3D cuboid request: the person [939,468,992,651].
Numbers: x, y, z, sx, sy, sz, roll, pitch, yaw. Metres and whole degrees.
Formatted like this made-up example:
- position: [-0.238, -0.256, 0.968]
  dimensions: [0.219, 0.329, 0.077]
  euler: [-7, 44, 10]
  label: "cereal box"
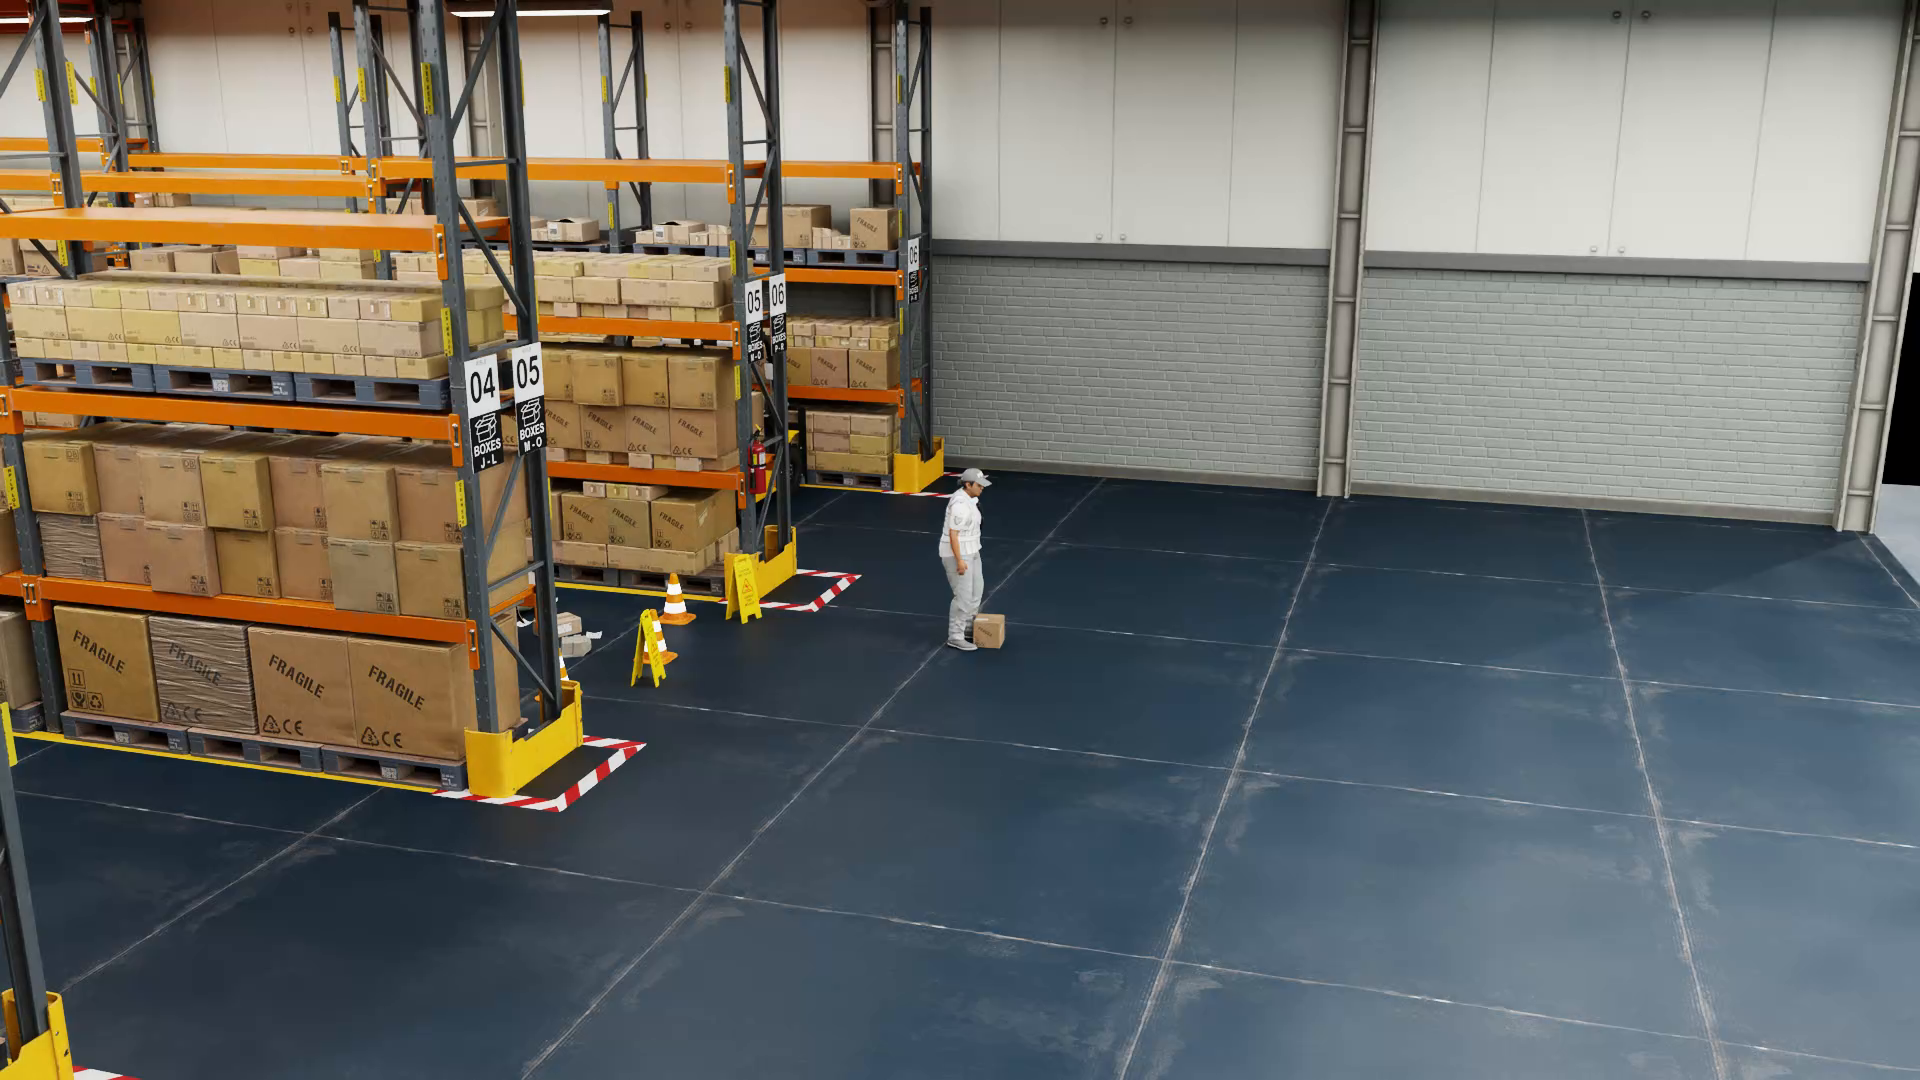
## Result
- position: [0.057, 0.149, 15.390]
  dimensions: [0.465, 1.666, 0.538]
  euler: [5, 16, 16]
  label: "person"
